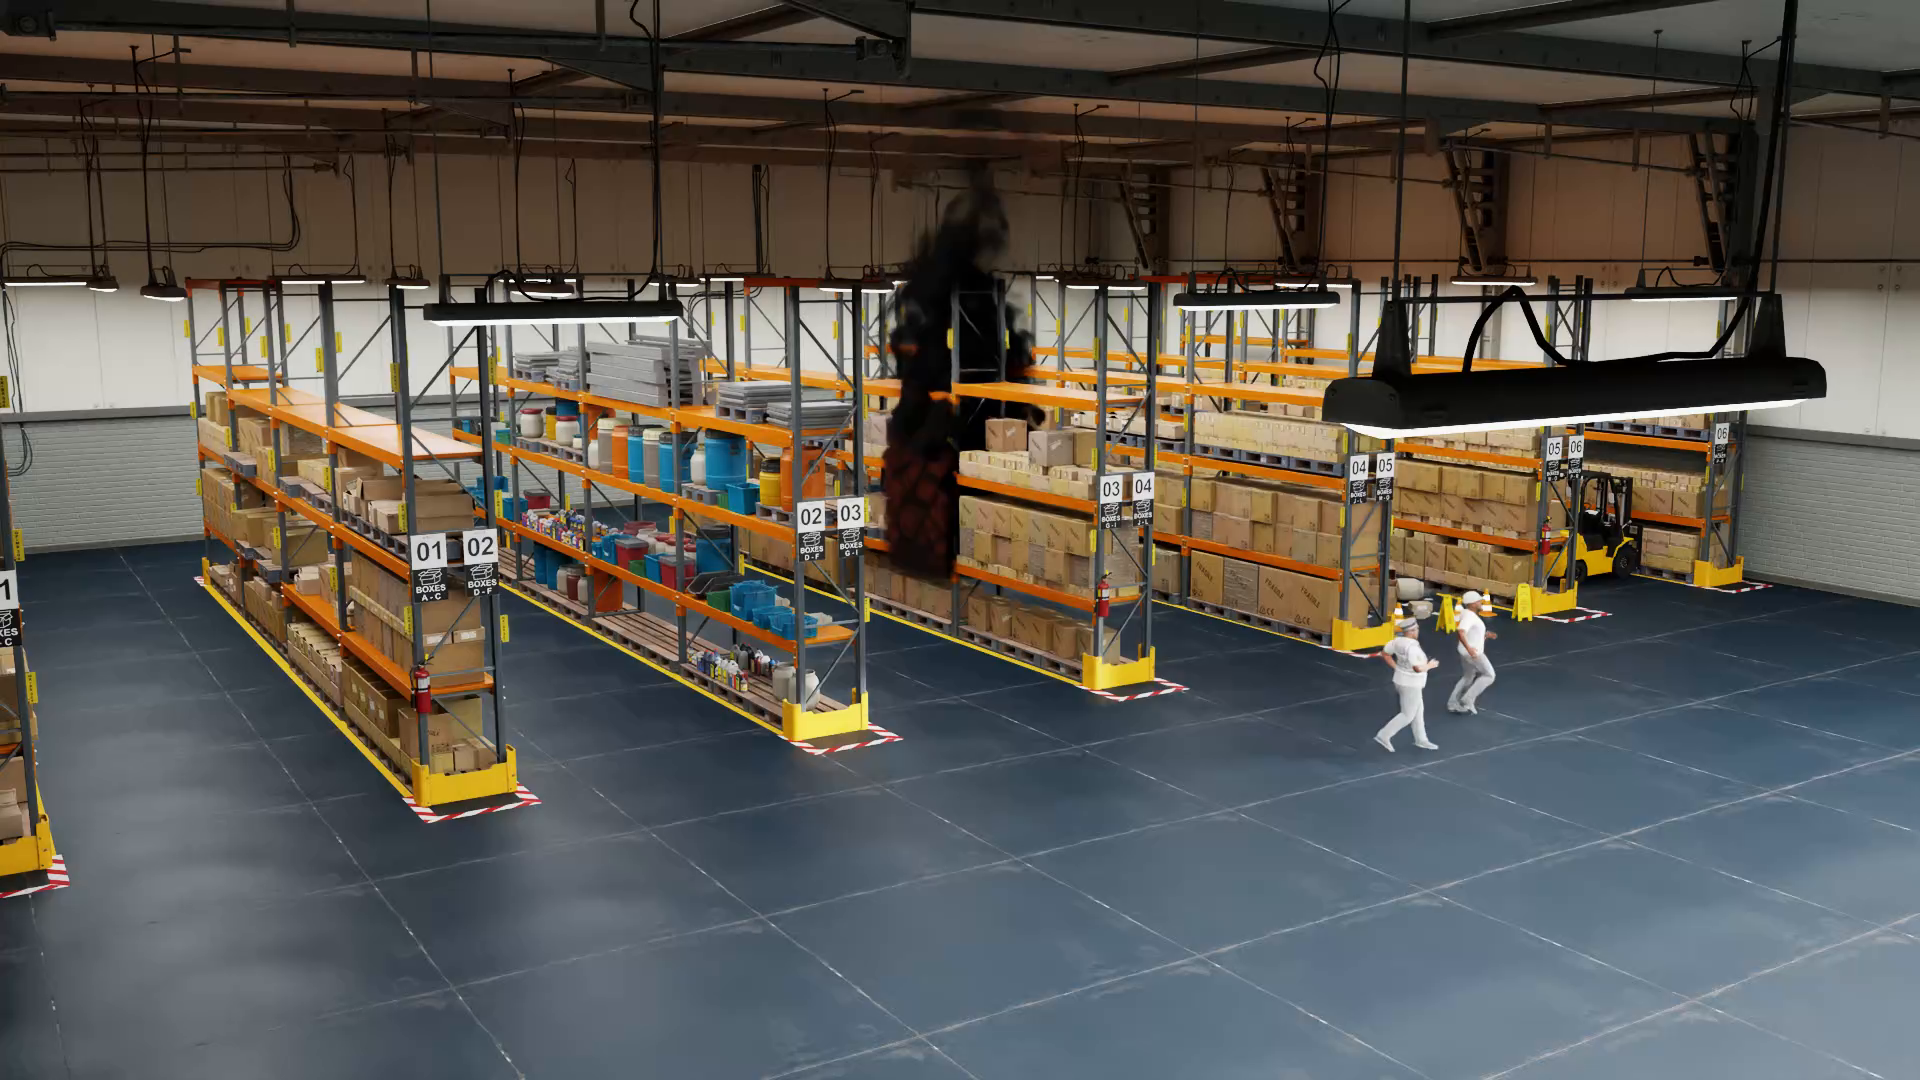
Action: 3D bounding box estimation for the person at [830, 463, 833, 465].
[{"bbox_3d":[-3.141,-1.028,39.501,0.705,1.560,0.521,-2,10,-12],"label":"person"}]

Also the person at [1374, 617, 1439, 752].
[{"bbox_3d":[5.784,1.865,21.411,0.924,1.778,0.664,-1,10,-7],"label":"person"}]

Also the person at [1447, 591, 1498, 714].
[{"bbox_3d":[7.216,1.576,23.330,0.668,1.732,0.687,0,10,2],"label":"person"}]

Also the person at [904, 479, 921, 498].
[{"bbox_3d":[-1.072,-0.548,36.634,0.578,1.631,0.810,-5,11,-28],"label":"person"}]
